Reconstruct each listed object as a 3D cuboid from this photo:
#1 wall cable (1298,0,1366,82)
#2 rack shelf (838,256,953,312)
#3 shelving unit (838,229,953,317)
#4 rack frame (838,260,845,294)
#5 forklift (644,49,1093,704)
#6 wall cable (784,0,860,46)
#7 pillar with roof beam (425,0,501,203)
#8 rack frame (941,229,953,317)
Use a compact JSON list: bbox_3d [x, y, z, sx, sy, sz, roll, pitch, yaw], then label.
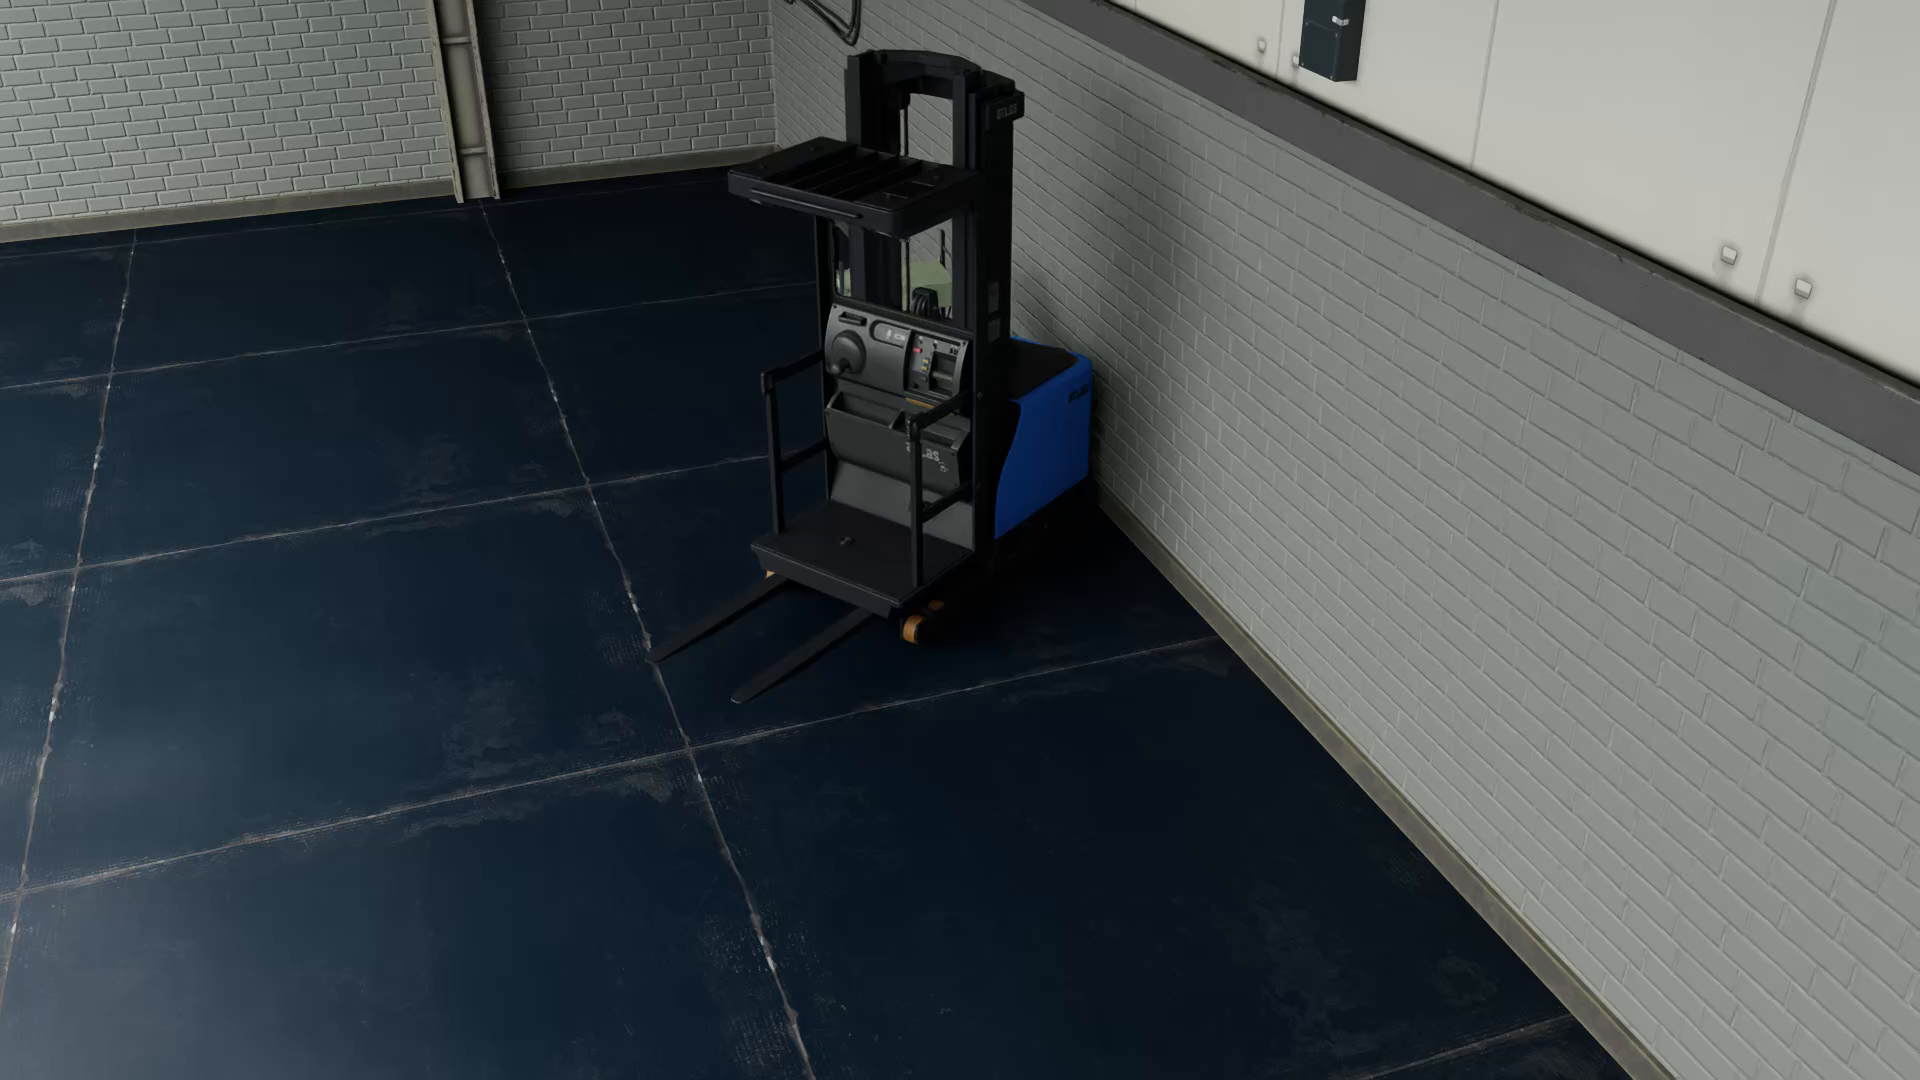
[{"bbox_3d":[1.917,-4.157,4.872,0.169,6.003,2.305,-10,31,-18],"label":"wall cable"},{"bbox_3d":[-0.410,-1.509,10.445,0.720,0.370,0.431,-8,31,-14],"label":"rack shelf"},{"bbox_3d":[-0.410,-1.170,10.638,0.755,1.500,0.431,-8,31,-14],"label":"shelving unit"},{"bbox_3d":[-0.762,-1.121,10.552,0.023,1.500,0.400,-8,31,-14],"label":"rack frame"},{"bbox_3d":[-0.472,-0.973,8.848,1.130,2.935,3.031,20,35,31],"label":"forklift"},{"bbox_3d":[-1.378,-5.738,14.218,0.112,2.526,3.097,-10,31,-18],"label":"wall cable"},{"bbox_3d":[-3.099,-5.195,10.128,0.400,9.000,9.100,-10,31,-18],"label":"pillar with roof beam"},{"bbox_3d":[-0.058,-1.218,10.724,0.023,1.500,0.400,-8,31,-14],"label":"rack frame"}]
